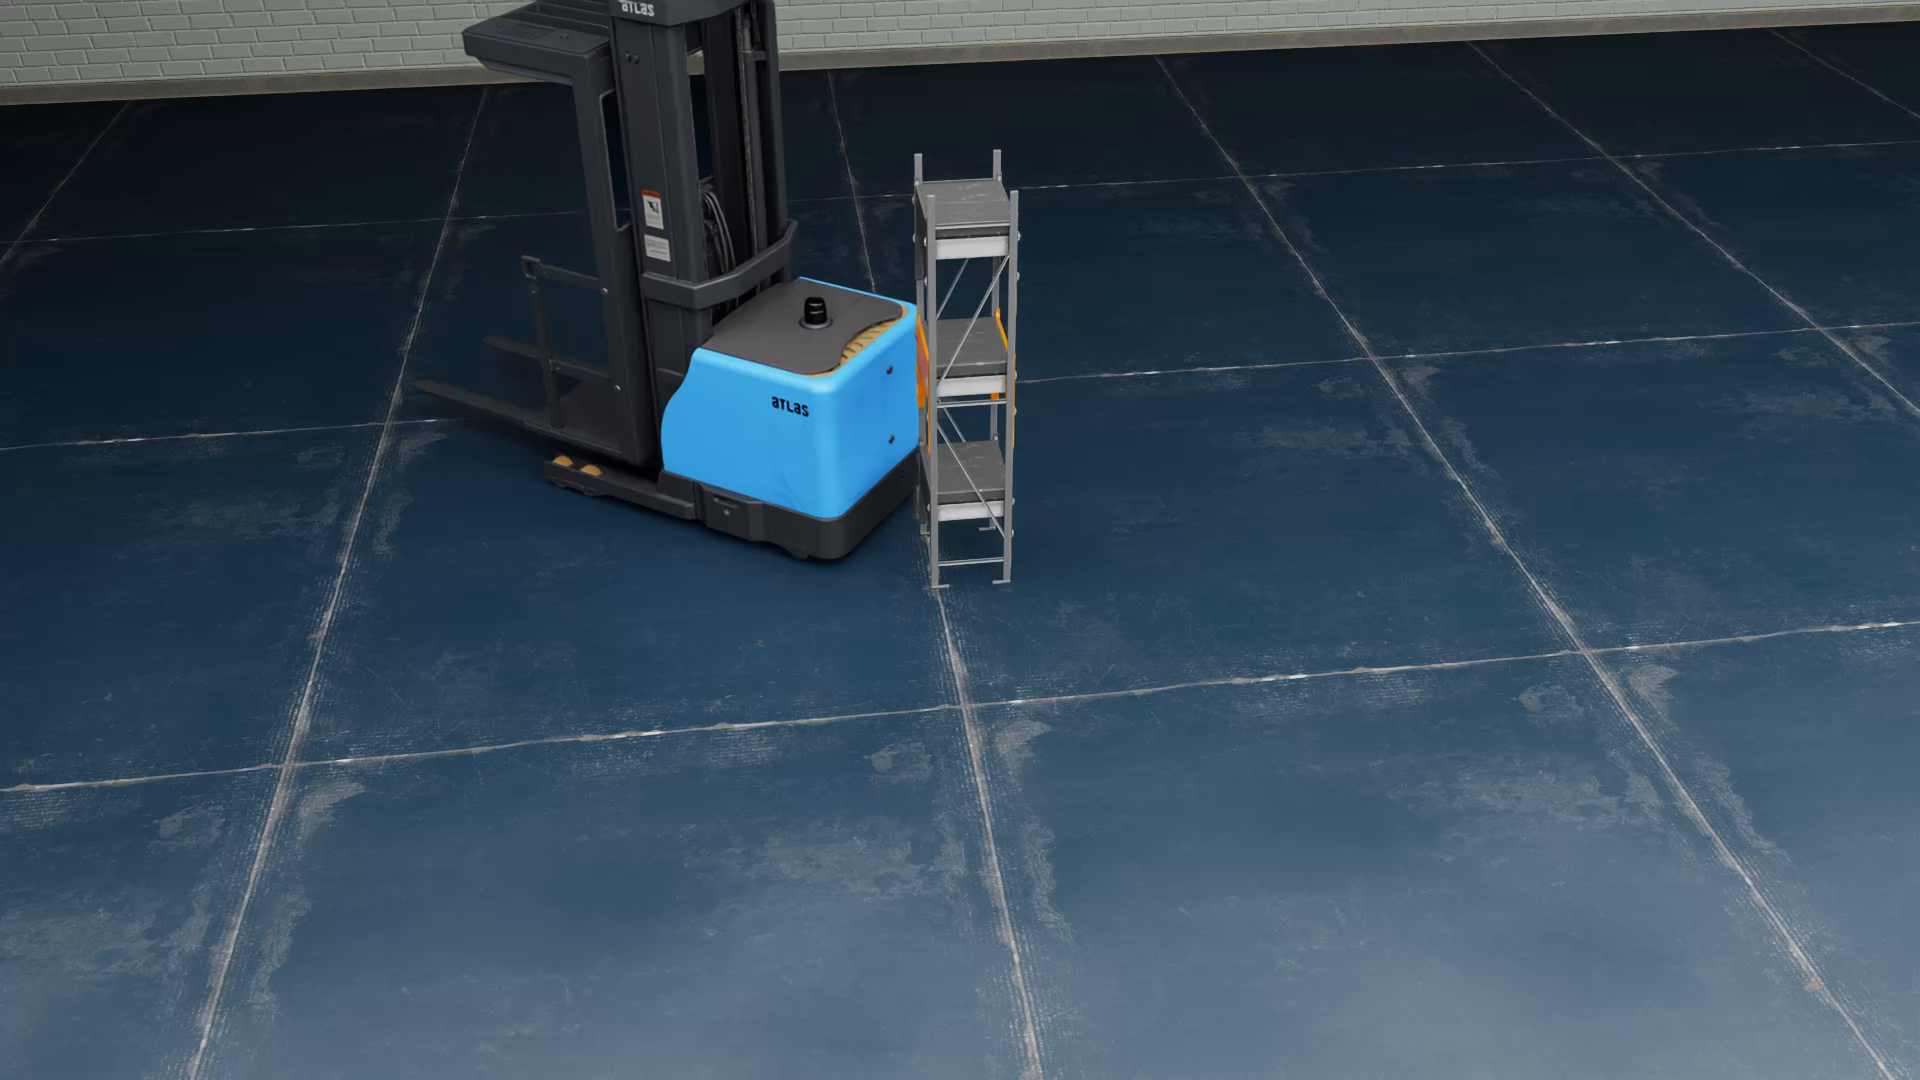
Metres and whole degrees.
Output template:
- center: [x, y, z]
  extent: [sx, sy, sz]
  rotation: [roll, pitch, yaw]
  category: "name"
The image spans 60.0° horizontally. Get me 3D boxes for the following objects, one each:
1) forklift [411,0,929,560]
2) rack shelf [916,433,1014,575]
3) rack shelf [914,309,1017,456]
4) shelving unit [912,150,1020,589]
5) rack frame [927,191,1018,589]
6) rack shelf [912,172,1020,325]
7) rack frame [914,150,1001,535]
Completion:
- center: [-1.710, -1.696, 8.636]
  extent: [3.031, 2.935, 1.130]
  rotation: [17, 38, 23]
  category: "forklift"
- center: [0.022, -0.186, 8.425]
  extent: [0.431, 0.518, 0.480]
  rotation: [-4, 35, -6]
  category: "rack shelf"
- center: [0.022, -0.764, 8.031]
  extent: [0.431, 0.518, 0.480]
  rotation: [-4, 35, -6]
  category: "rack shelf"
- center: [0.022, -0.775, 8.023]
  extent: [0.431, 2.100, 0.503]
  rotation: [-4, 35, -6]
  category: "shelving unit"
- center: [0.055, -0.639, 7.823]
  extent: [0.400, 2.100, 0.015]
  rotation: [-4, 35, -6]
  category: "rack frame"
- center: [0.022, -1.342, 7.637]
  extent: [0.431, 0.518, 0.480]
  rotation: [-4, 35, -6]
  category: "rack shelf"
- center: [-0.011, -0.911, 8.223]
  extent: [0.400, 2.100, 0.015]
  rotation: [-4, 35, -6]
  category: "rack frame"
